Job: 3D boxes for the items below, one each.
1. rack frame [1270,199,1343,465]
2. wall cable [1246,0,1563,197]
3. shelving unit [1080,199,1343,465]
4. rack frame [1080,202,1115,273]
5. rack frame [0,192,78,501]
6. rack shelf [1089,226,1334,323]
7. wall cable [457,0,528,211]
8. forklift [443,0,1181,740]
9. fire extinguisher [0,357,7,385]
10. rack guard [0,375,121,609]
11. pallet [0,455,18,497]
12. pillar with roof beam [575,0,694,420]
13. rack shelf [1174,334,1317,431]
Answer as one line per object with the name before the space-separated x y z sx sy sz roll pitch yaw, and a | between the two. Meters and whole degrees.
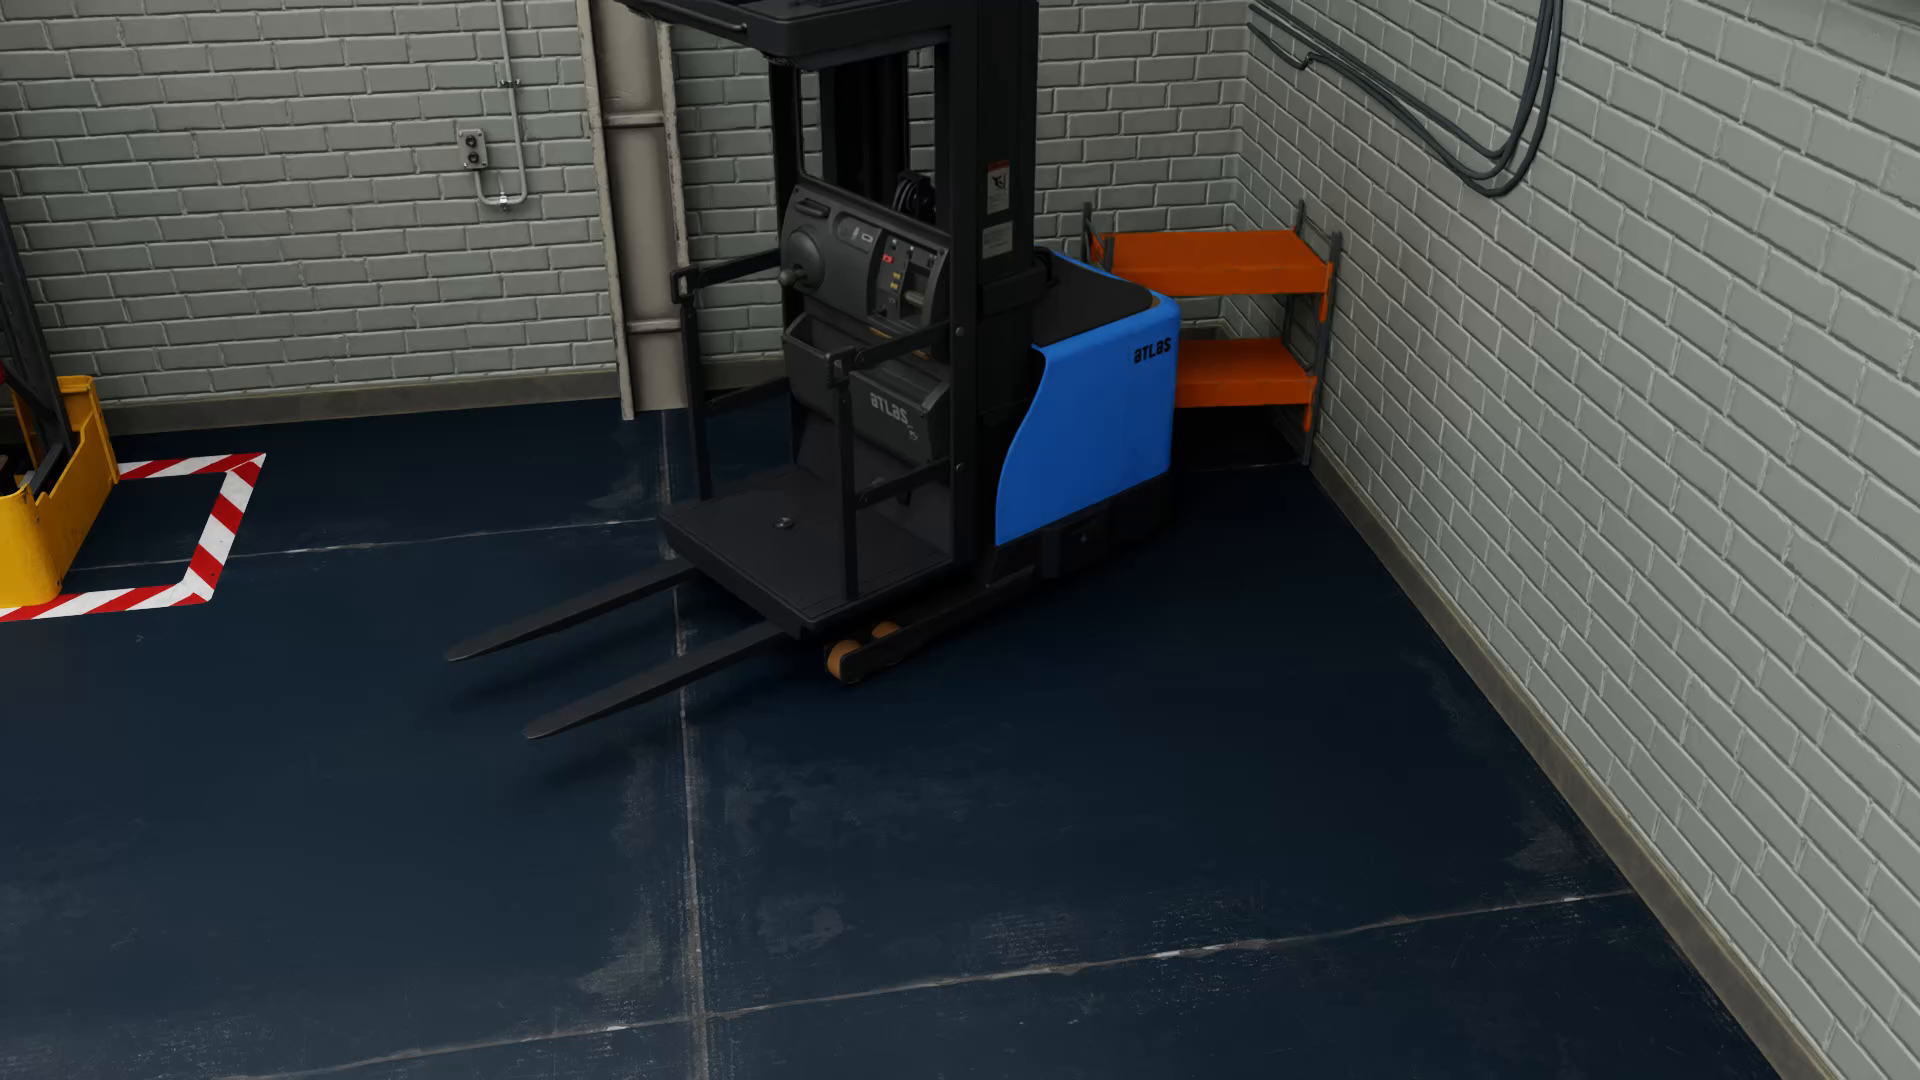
rack frame | 1.599 -0.962 7.725 0.032 1.125 0.500 -3 29 -8
wall cable | 1.620 -2.891 6.352 0.112 2.526 3.097 -5 31 -9
shelving unit | 1.096 -0.940 7.654 1.048 1.125 0.538 -3 29 -8
rack frame | 0.593 -0.918 7.583 0.032 1.125 0.500 -3 29 -8
rack frame | -4.008 -1.305 6.511 0.127 3.000 1.000 -5 31 -9
rack shelf | 1.105 -1.196 7.512 1.000 0.278 0.538 -3 29 -8
wall cable | -2.918 -2.332 7.254 1.851 1.984 0.084 -5 31 -9
forklift | -0.528 -1.018 6.090 3.031 2.935 1.130 -23 38 -34
fire extinguisher | -3.776 -0.895 6.257 0.183 0.674 0.296 -5 31 -9
rack guard | -3.984 -0.230 7.148 0.348 0.500 1.175 -5 31 -9
pallet | -4.780 0.009 7.027 1.213 0.211 1.003 -5 31 -9
pillar with roof beam | -0.732 -2.423 2.493 0.400 9.000 9.100 -5 31 -9
rack shelf | 1.089 -0.726 7.773 1.000 0.278 0.538 -3 29 -8
